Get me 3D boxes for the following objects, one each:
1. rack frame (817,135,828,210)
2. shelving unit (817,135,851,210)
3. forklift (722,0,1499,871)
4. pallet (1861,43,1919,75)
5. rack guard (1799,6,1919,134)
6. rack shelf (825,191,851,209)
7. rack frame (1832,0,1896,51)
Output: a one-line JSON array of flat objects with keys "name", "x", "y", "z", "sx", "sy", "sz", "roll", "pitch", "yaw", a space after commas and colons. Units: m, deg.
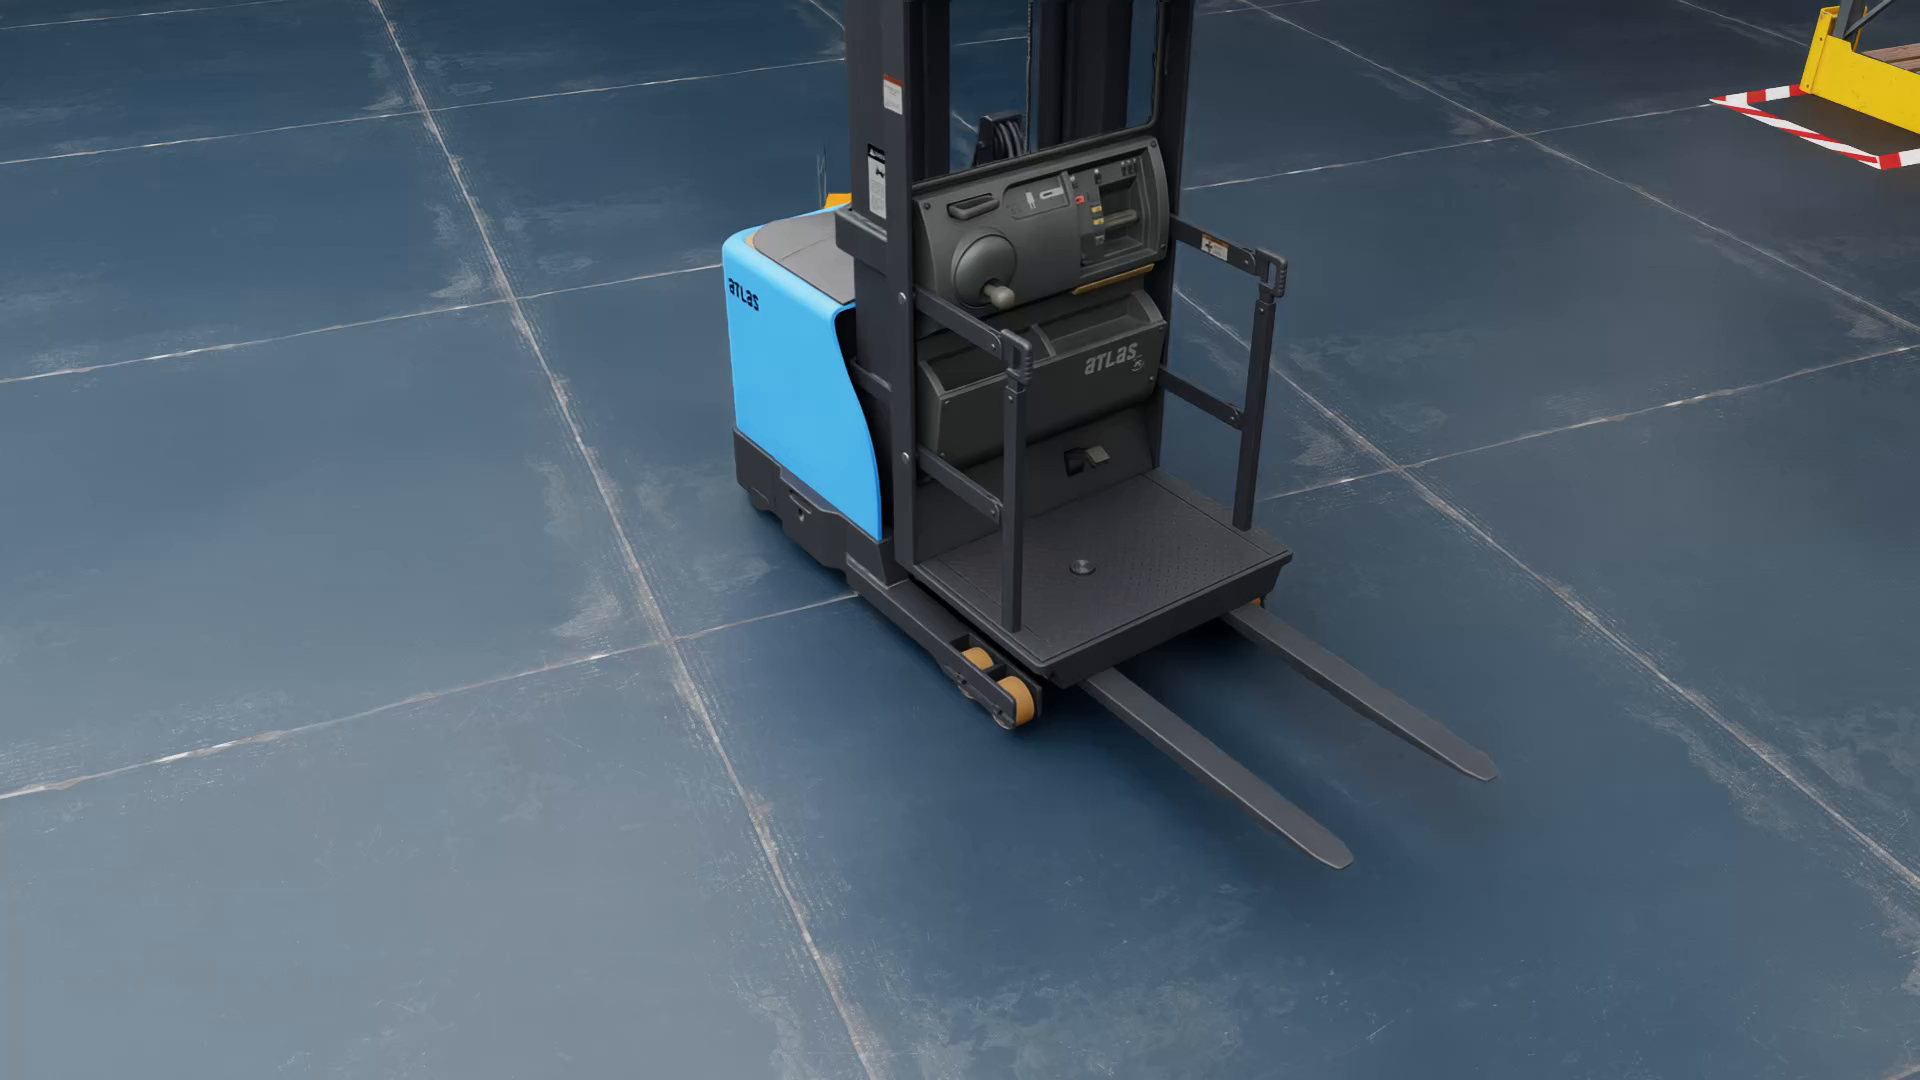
[{"name": "rack frame", "x": -0.532, "y": -1.010, "z": 6.700, "sx": 0.006, "sy": 1.200, "sz": 0.240, "roll": 1, "pitch": 33, "yaw": 1}, {"name": "shelving unit", "x": -0.441, "y": -1.008, "z": 6.698, "sx": 0.189, "sy": 1.200, "sz": 0.258, "roll": 1, "pitch": 33, "yaw": 1}, {"name": "forklift", "x": 0.401, "y": -0.928, "z": 4.989, "sx": 1.130, "sy": 2.935, "sz": 3.031, "roll": -22, "pitch": 39, "yaw": -30}, {"name": "pallet", "x": 6.525, "y": -2.920, "z": 10.544, "sx": 1.213, "sy": 0.211, "sz": 1.003, "roll": -13, "pitch": 35, "yaw": -19}, {"name": "rack guard", "x": 5.774, "y": -2.872, "z": 10.206, "sx": 0.348, "sy": 0.500, "sz": 1.175, "roll": -13, "pitch": 35, "yaw": -19}, {"name": "rack shelf", "x": -0.441, "y": -1.272, "z": 6.524, "sx": 0.180, "sy": 0.103, "sz": 0.258, "roll": 1, "pitch": 33, "yaw": 1}, {"name": "rack frame", "x": 5.722, "y": -3.880, "z": 9.463, "sx": 0.127, "sy": 3.000, "sz": 1.000, "roll": -13, "pitch": 35, "yaw": -19}]
